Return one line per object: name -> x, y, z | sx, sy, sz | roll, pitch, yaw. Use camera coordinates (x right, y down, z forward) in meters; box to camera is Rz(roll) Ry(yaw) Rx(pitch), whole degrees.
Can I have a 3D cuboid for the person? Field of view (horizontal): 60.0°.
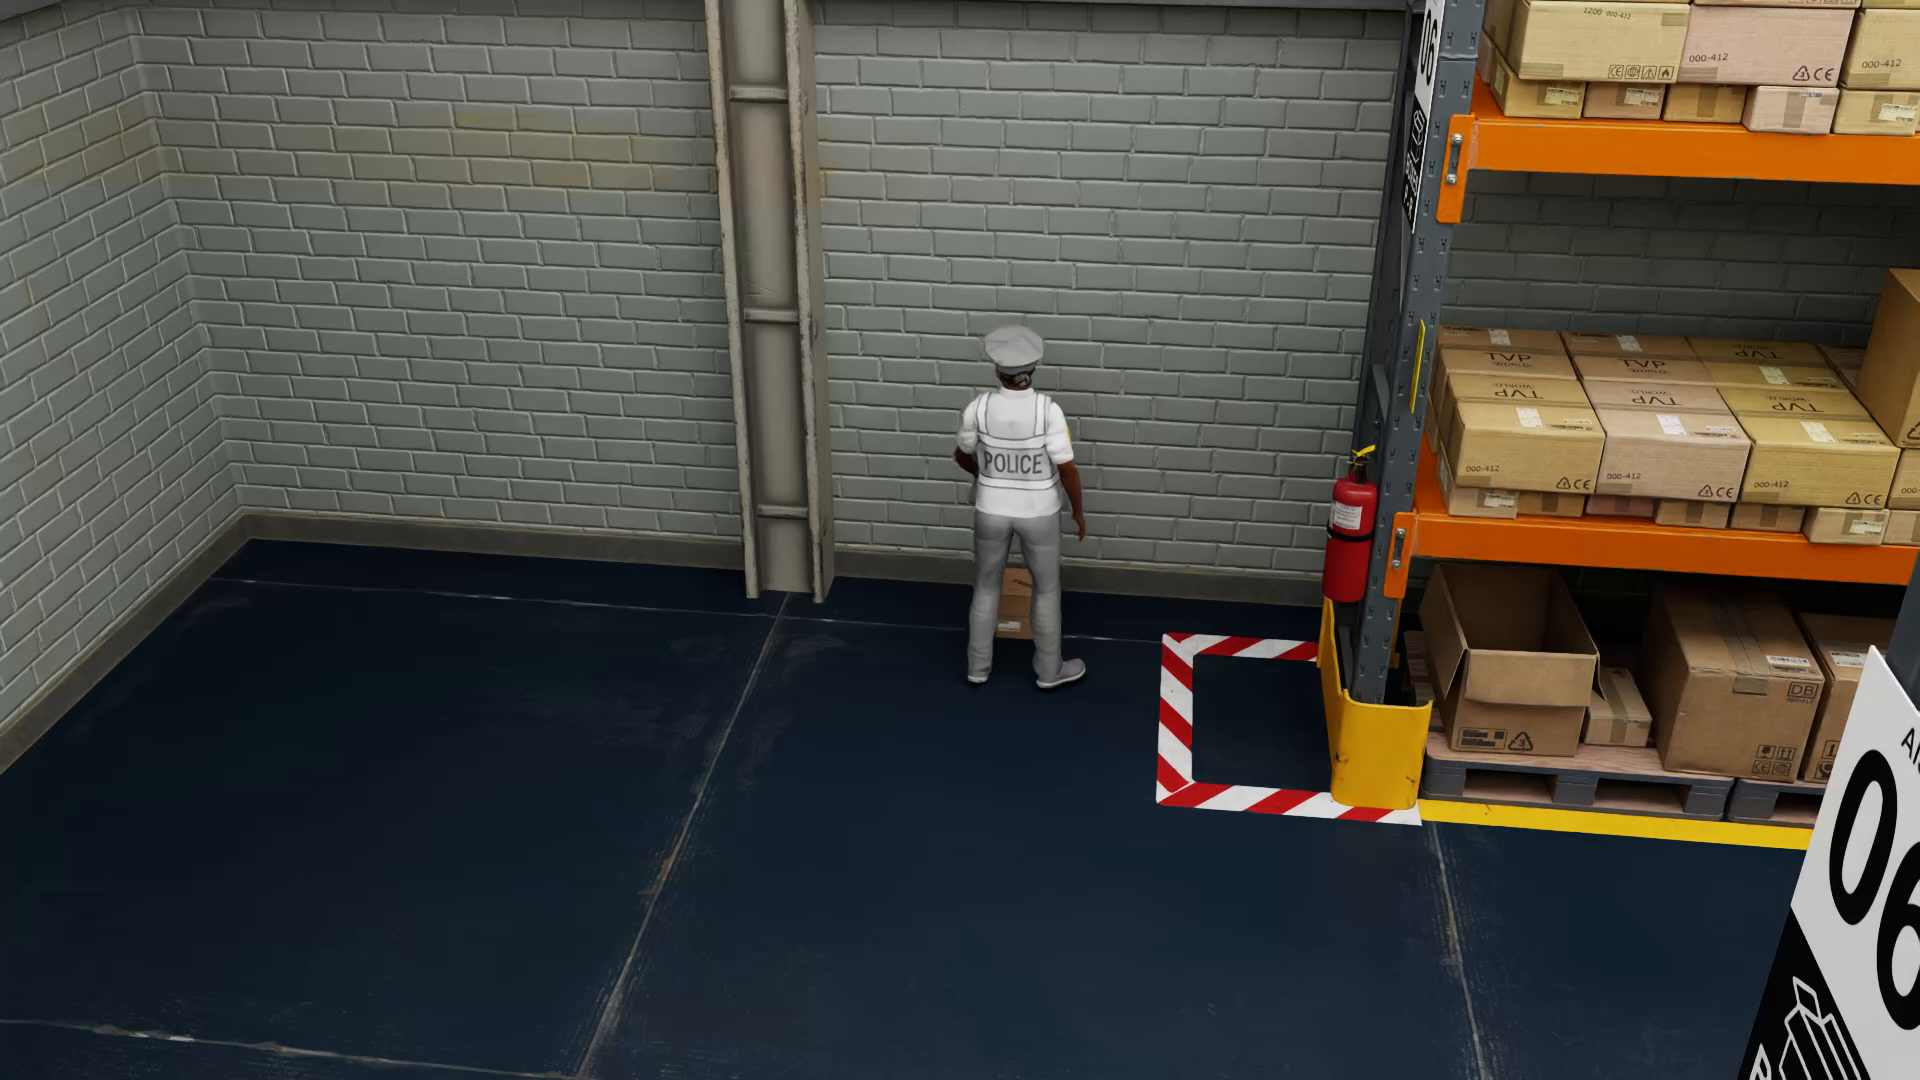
person -> 0.282, -0.141, 7.359 | 0.609, 1.719, 0.496 | 6, 29, 10
